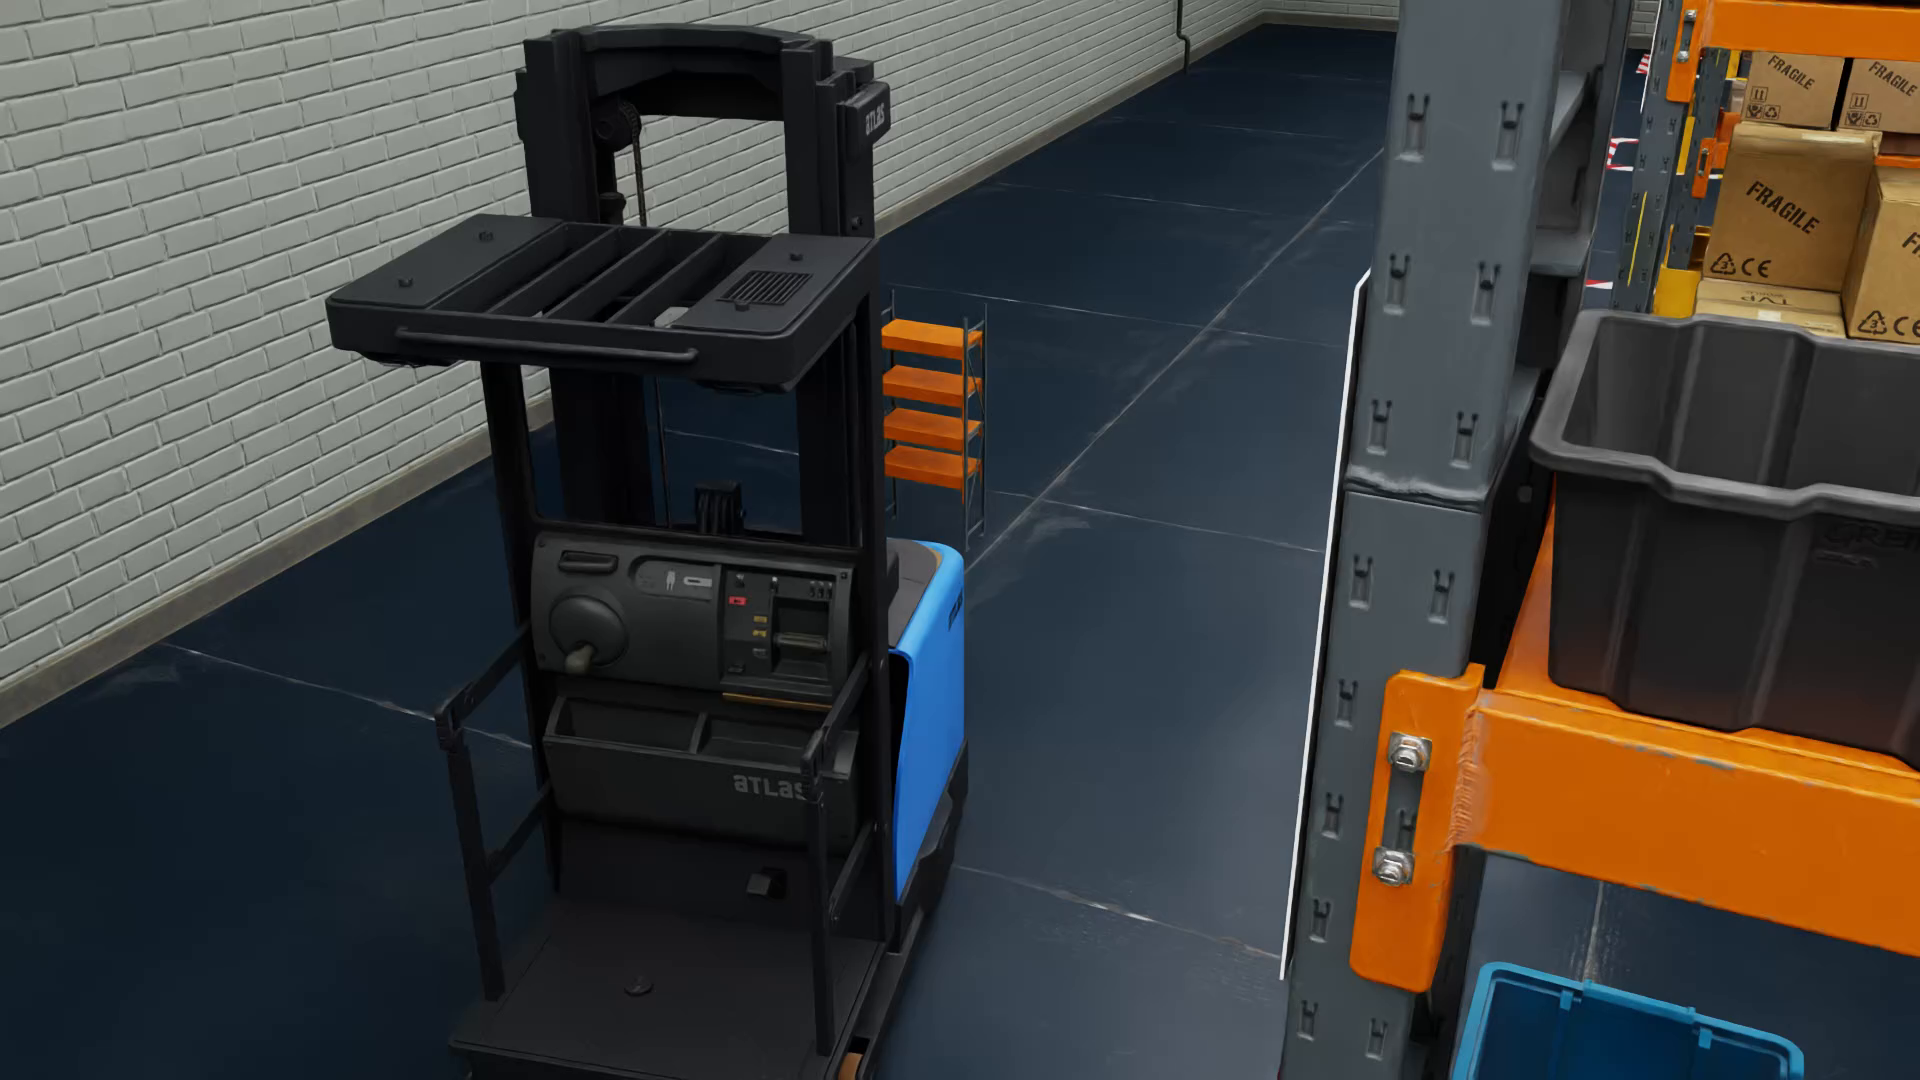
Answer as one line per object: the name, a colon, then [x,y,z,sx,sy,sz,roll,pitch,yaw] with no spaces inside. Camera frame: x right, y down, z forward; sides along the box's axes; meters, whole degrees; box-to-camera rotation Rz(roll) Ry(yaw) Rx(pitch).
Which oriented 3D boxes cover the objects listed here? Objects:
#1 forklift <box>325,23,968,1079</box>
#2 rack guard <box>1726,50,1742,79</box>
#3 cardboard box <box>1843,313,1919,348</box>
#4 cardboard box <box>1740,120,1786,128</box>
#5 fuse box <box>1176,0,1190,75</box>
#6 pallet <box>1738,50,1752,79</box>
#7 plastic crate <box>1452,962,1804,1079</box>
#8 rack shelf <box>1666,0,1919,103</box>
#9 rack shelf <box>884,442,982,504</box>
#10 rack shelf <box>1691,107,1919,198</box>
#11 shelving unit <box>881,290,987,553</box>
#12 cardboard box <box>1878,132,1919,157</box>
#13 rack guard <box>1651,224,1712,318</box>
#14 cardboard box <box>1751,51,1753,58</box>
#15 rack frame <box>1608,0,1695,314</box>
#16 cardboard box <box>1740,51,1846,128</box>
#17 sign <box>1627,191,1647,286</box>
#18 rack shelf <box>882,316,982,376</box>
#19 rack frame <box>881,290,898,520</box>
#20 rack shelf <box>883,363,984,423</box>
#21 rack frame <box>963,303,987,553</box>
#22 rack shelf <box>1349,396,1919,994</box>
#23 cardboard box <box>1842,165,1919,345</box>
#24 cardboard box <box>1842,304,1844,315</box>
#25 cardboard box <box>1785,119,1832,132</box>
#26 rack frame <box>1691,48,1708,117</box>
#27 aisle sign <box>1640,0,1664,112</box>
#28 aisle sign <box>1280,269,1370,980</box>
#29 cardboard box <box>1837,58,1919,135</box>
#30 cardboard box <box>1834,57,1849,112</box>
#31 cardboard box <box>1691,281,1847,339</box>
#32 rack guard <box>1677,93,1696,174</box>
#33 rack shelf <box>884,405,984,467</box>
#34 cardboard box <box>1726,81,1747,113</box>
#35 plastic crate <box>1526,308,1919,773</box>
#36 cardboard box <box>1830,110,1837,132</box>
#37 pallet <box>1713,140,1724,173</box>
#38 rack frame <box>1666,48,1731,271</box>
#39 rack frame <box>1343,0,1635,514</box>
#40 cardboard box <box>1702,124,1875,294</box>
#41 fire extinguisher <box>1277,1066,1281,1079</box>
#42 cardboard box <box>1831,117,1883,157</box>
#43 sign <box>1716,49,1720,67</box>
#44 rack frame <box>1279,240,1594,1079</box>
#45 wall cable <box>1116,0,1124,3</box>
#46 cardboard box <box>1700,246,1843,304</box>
forklift: [-0.794,0.250,4.424,1.130,2.935,3.031,6,27,11]
rack guard: [8.895,-5.727,19.317,0.348,0.500,1.175,11,28,22]
cardboard box: [3.474,-0.659,6.026,0.500,0.250,0.500,11,28,21]
cardboard box: [4.977,-2.554,10.325,0.250,0.149,0.380,11,28,21]
fuse box: [2.634,-6.128,18.759,0.414,1.711,0.539,11,28,22]
pallet: [9.621,-5.452,19.086,1.213,0.211,1.003,11,28,22]
plastic crate: [1.004,1.053,2.607,0.499,0.435,0.616,11,28,22]
rack shelf: [4.493,-1.539,5.398,4.000,0.370,1.077,11,28,22]
rack shelf: [-0.151,-0.330,8.164,0.480,0.148,0.258,11,28,22]
rack shelf: [6.638,-2.169,10.074,4.000,0.370,1.077,11,28,22]
shelving unit: [-0.151,-0.569,8.046,0.503,1.200,0.258,11,28,22]
cardboard box: [5.741,-2.461,10.137,0.250,0.149,0.380,13,29,24]
rack guard: [4.887,-1.722,11.182,0.348,0.500,1.175,11,28,22]
cardboard box: [9.343,-5.781,18.947,0.637,0.503,0.797,10,28,20]
rack frame: [2.672,-0.882,6.645,0.127,3.000,1.000,11,28,22]
cardboard box: [5.112,-2.843,10.178,0.500,0.500,0.500,13,29,24]
sign: [2.437,-1.083,5.985,0.005,0.325,0.100,11,28,22]
rack shelf: [-0.151,-0.921,7.873,0.480,0.148,0.258,11,28,22]
rack frame: [-0.373,-0.613,8.137,0.015,1.200,0.240,11,28,22]
rack shelf: [-0.151,-0.709,7.977,0.480,0.148,0.258,11,28,22]
rack frame: [0.071,-0.524,7.956,0.015,1.200,0.240,11,28,22]
rack shelf: [2.443,0.453,1.353,4.000,0.370,1.077,11,28,22]
cardboard box: [3.453,-0.996,5.862,0.500,0.500,0.500,11,28,21]
cardboard box: [3.685,-0.873,6.460,0.500,0.250,0.500,11,28,21]
cardboard box: [5.226,-2.524,10.265,0.250,0.149,0.380,12,29,24]
rack frame: [6.775,-4.866,14.738,0.127,3.000,1.000,11,28,22]
aisle sign: [2.483,-1.940,5.852,0.004,0.787,0.394,11,28,22]
aisle sign: [0.434,0.050,1.810,0.004,0.787,0.394,11,28,22]
cardboard box: [5.610,-2.755,10.000,0.500,0.500,0.500,11,28,22]
cardboard box: [5.800,-2.961,10.418,0.500,0.500,0.500,11,28,21]
cardboard box: [2.998,-0.751,6.213,0.500,0.250,0.500,11,28,20]
rack guard: [6.753,-3.749,15.299,0.348,0.500,1.175,11,28,22]
rack shelf: [-0.151,-0.508,8.076,0.480,0.148,0.258,11,28,22]
cardboard box: [7.417,-3.825,15.048,0.875,0.438,0.875,10,28,20]
plastic crate: [0.857,0.005,1.595,0.590,0.269,0.497,11,28,22]
cardboard box: [5.677,-2.698,10.619,0.250,0.149,0.380,11,28,21]
pallet: [7.535,-3.500,15.121,1.213,0.211,1.003,11,28,22]
rack frame: [4.818,-2.857,10.658,0.127,3.000,1.000,11,28,22]
rack frame: [0.622,-1.582,1.275,0.127,3.000,1.000,11,28,22]
cardboard box: [3.225,-1.301,6.480,0.500,0.500,0.500,12,29,22]
fire extinguisher: [0.673,1.102,3.126,0.183,0.674,0.296,11,28,22]
cardboard box: [5.448,-2.453,10.121,0.250,0.149,0.380,11,28,20]
sign: [4.593,-3.028,10.023,0.005,0.325,0.100,11,28,22]
rack frame: [0.622,1.110,2.600,0.127,3.000,1.000,11,28,22]
wall cable: [1.632,-6.358,16.582,0.123,1.953,0.585,11,28,22]
cardboard box: [3.223,-0.966,6.649,0.500,0.250,0.500,11,28,21]
